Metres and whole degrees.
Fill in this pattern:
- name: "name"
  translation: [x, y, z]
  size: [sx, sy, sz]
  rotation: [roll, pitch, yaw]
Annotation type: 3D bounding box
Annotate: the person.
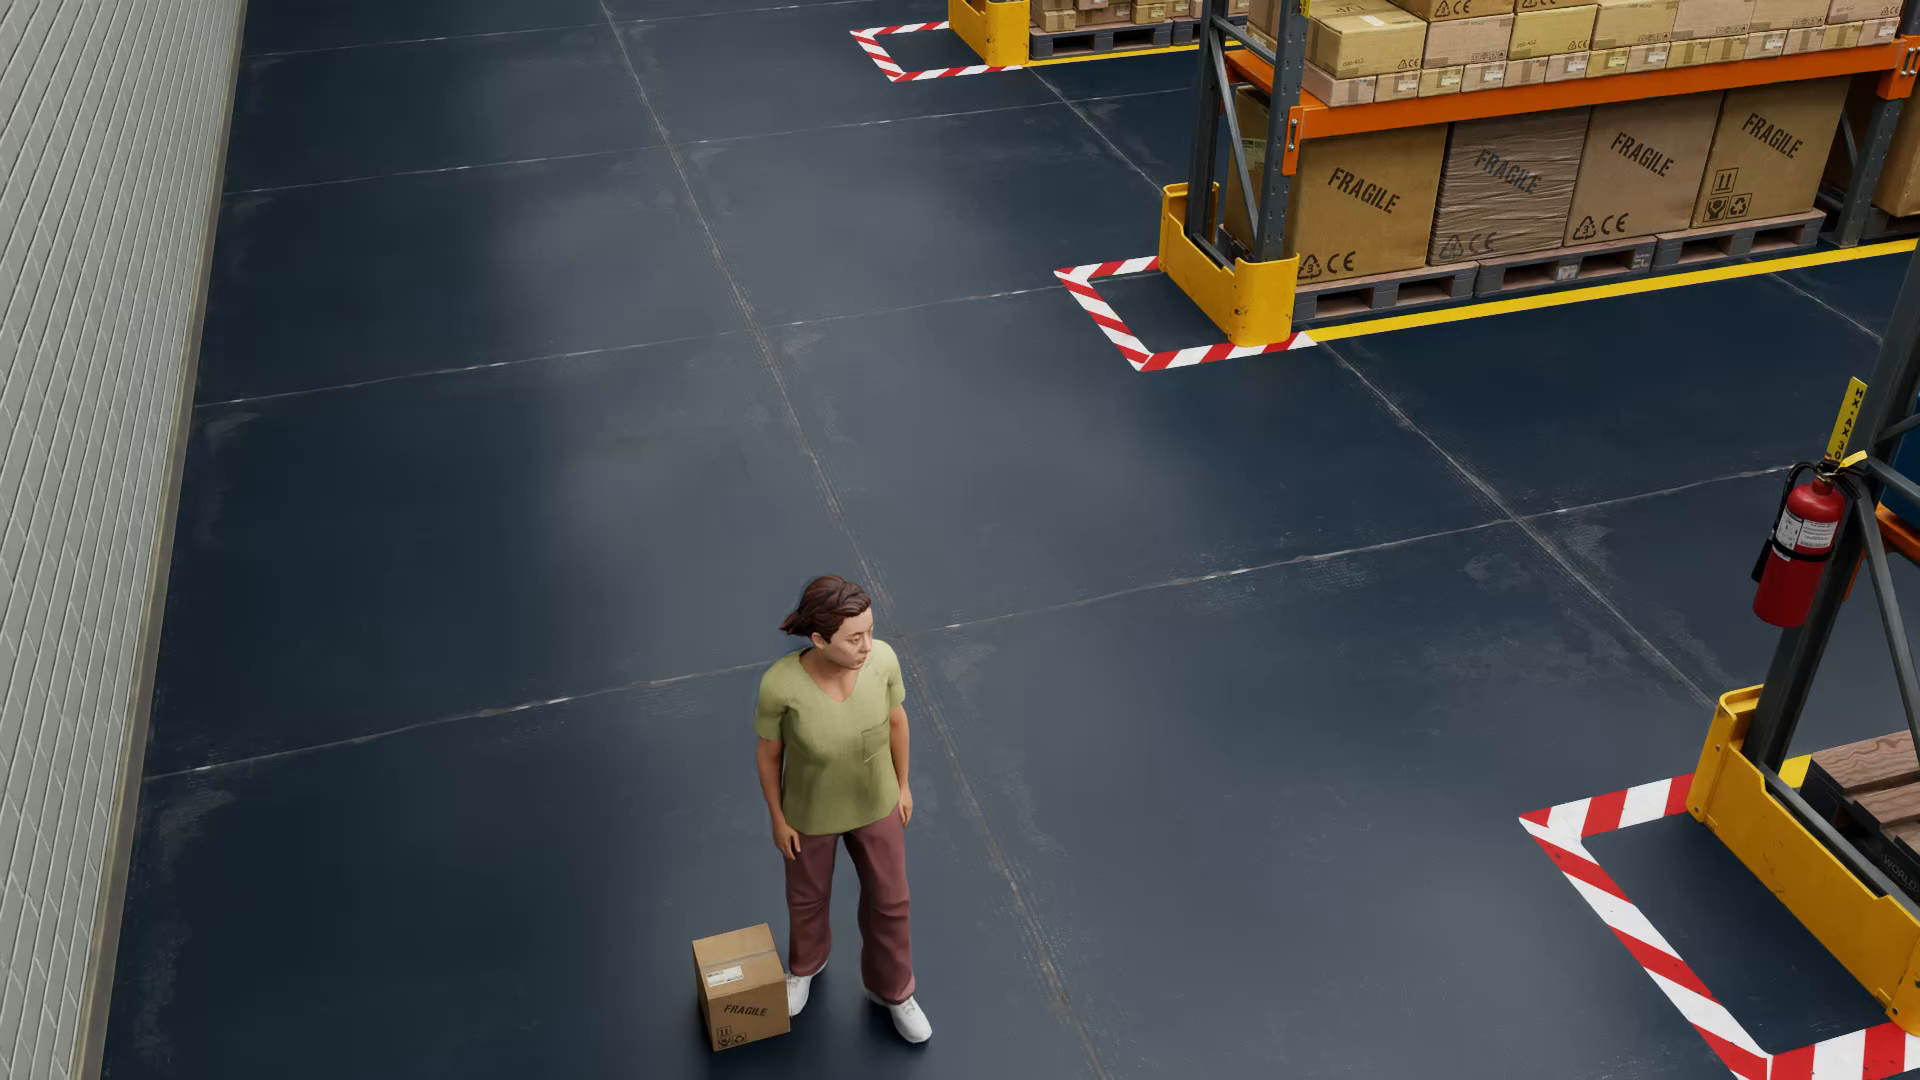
- name: "person"
  translation: [-0.361, 0.806, 4.923]
  size: [0.477, 1.674, 0.482]
  rotation: [-9, 35, -14]
